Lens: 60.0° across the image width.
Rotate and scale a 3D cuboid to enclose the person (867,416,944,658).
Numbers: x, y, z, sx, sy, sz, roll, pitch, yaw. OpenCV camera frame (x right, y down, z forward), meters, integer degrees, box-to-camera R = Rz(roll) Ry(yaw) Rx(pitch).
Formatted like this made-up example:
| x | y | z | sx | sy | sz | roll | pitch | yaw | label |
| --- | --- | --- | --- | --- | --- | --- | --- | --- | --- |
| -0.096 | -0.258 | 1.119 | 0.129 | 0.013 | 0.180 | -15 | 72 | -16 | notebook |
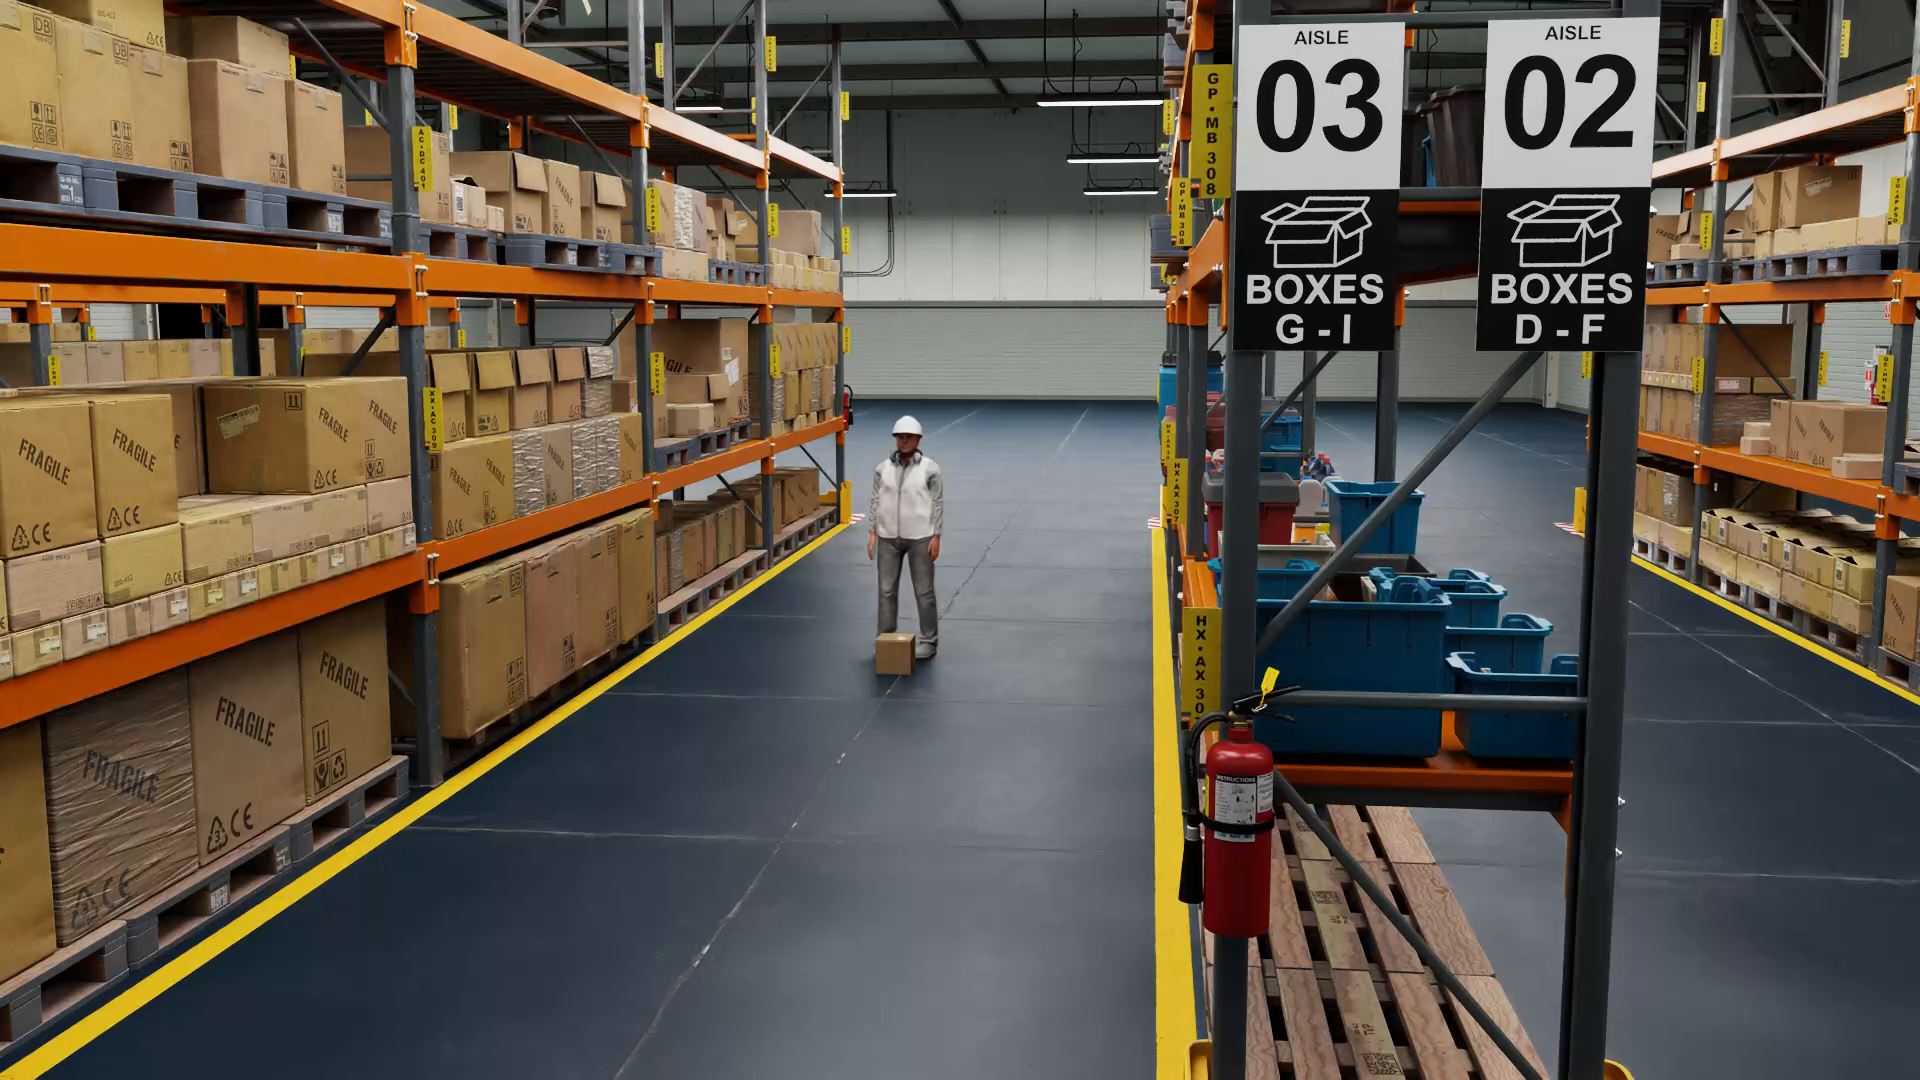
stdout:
| x | y | z | sx | sy | sz | roll | pitch | yaw | label |
| --- | --- | --- | --- | --- | --- | --- | --- | --- | --- |
| -0.409 | -0.017 | 12.223 | 0.567 | 1.776 | 0.392 | 2 | 8 | 14 | person |
